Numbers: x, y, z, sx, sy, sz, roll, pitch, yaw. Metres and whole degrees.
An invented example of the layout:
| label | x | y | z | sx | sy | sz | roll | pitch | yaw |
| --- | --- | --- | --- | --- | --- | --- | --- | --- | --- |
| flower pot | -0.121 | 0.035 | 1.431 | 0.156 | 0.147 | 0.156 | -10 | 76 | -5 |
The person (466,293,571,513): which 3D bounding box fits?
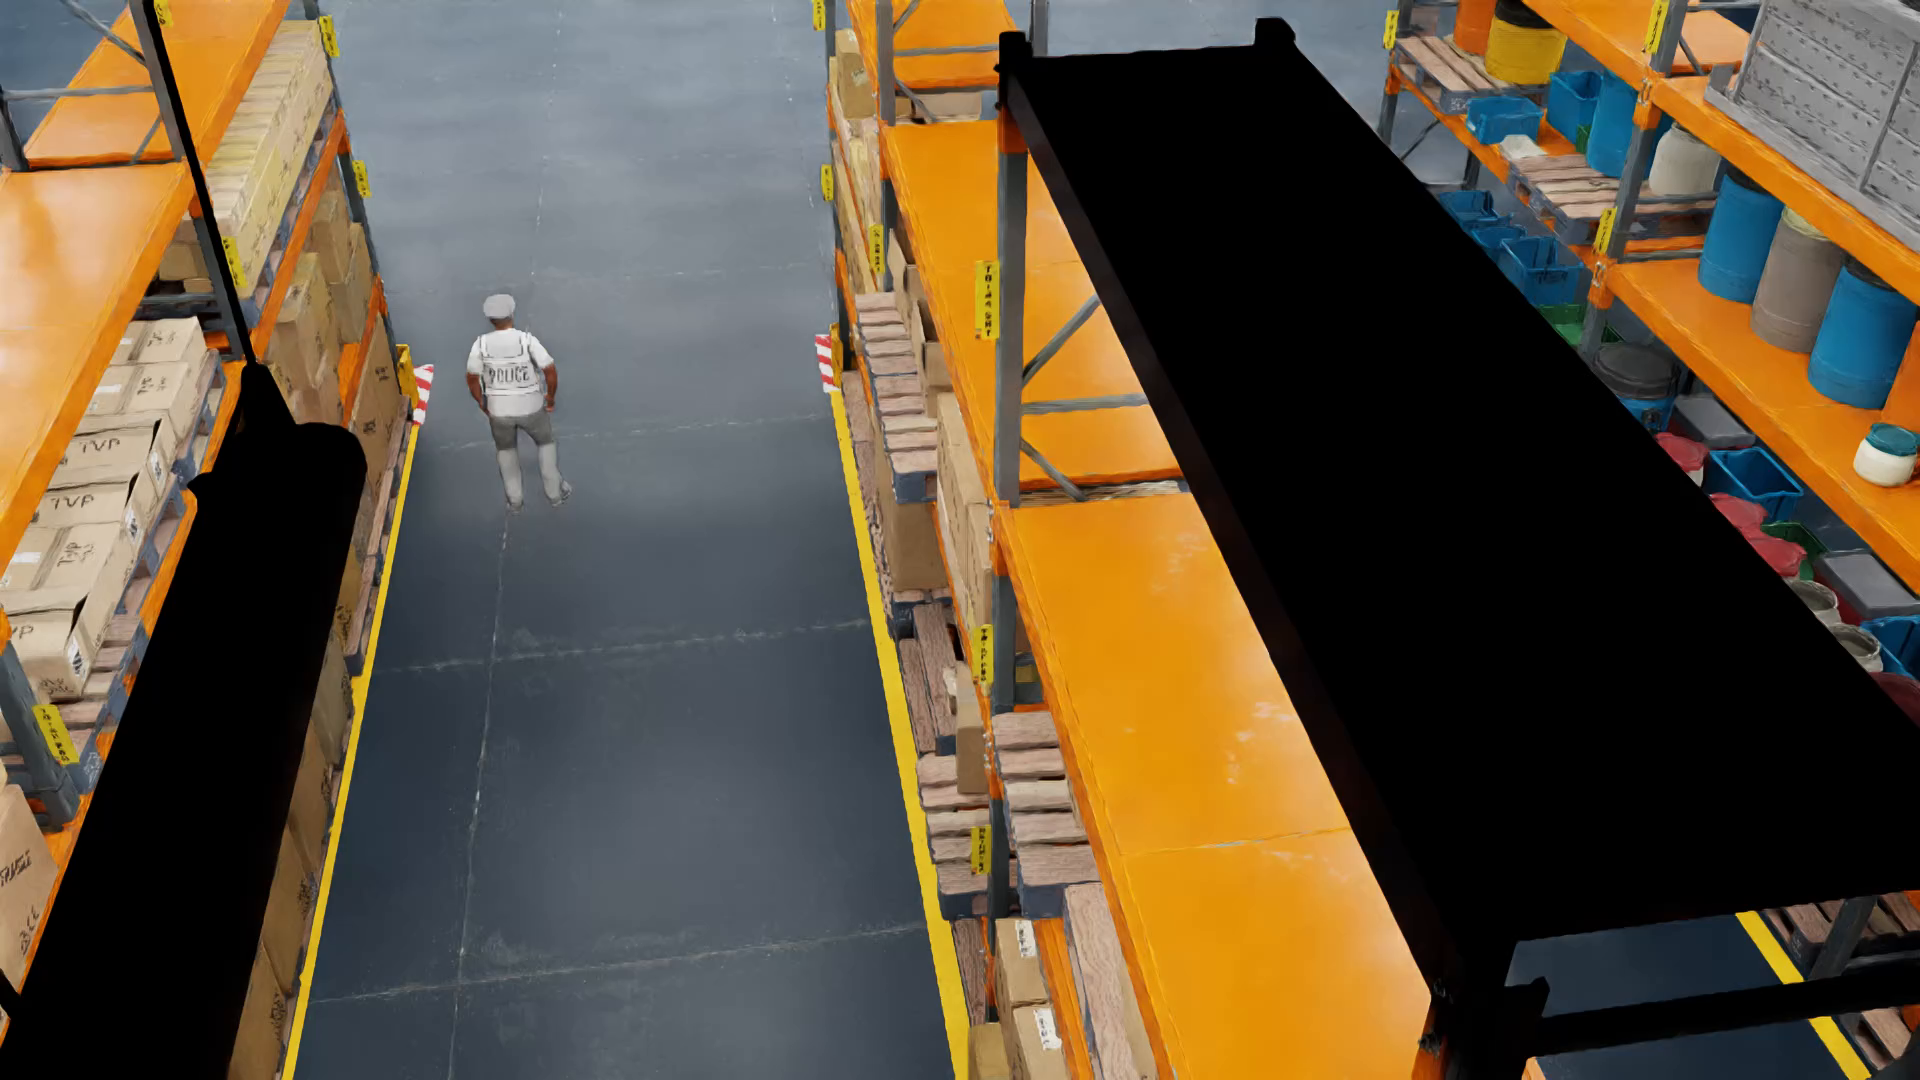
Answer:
| label | x | y | z | sx | sy | sz | roll | pitch | yaw |
| --- | --- | --- | --- | --- | --- | --- | --- | --- | --- |
| person | -3.458 | -1.062 | 12.992 | 0.682 | 1.711 | 0.514 | -7 | 37 | -9 |
